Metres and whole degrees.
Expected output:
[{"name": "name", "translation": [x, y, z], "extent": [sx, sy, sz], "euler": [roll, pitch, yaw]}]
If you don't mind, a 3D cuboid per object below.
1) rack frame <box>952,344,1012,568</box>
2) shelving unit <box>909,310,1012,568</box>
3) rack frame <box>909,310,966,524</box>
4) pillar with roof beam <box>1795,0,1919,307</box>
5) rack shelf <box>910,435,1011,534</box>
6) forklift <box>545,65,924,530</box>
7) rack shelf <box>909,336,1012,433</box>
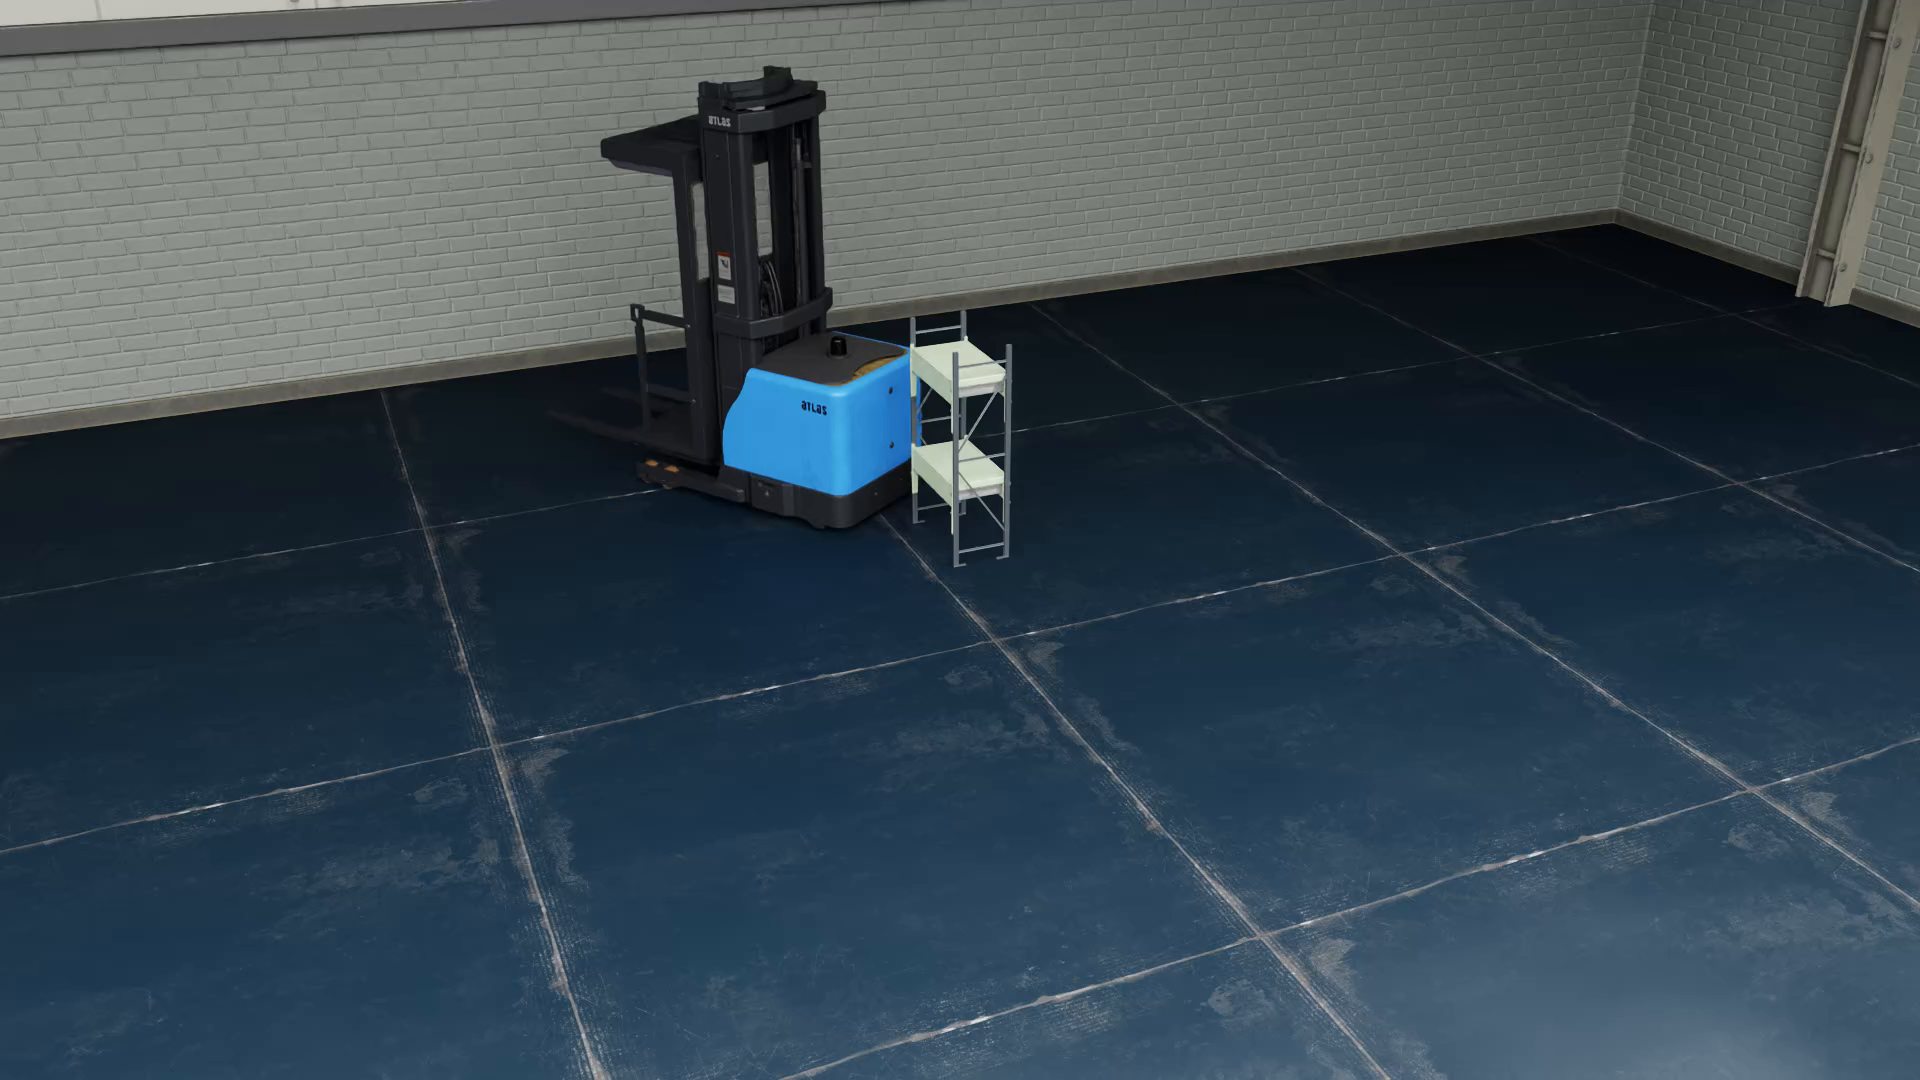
[{"name": "rack frame", "translation": [0.141, -0.529, 10.770], "extent": [0.400, 1.500, 0.023], "euler": [-11, 28, -21]}, {"name": "shelving unit", "translation": [-0.003, -0.677, 11.073], "extent": [0.431, 1.500, 0.755], "euler": [-11, 28, -21]}, {"name": "rack frame", "translation": [-0.146, -0.824, 11.375], "extent": [0.400, 1.500, 0.023], "euler": [-11, 28, -21]}, {"name": "pillar with roof beam", "translation": [4.443, -5.650, 12.711], "extent": [9.100, 9.000, 0.400], "euler": [-11, 28, -21]}, {"name": "rack shelf", "translation": [-0.003, -0.384, 11.216], "extent": [0.431, 0.370, 0.720], "euler": [-11, 28, -21]}, {"name": "forklift", "translation": [-1.776, -1.866, 11.878], "extent": [3.031, 2.935, 1.130], "euler": [16, 30, 29]}, {"name": "rack shelf", "translation": [-0.003, -1.027, 10.901], "extent": [0.431, 0.370, 0.720], "euler": [-11, 28, -21]}]
